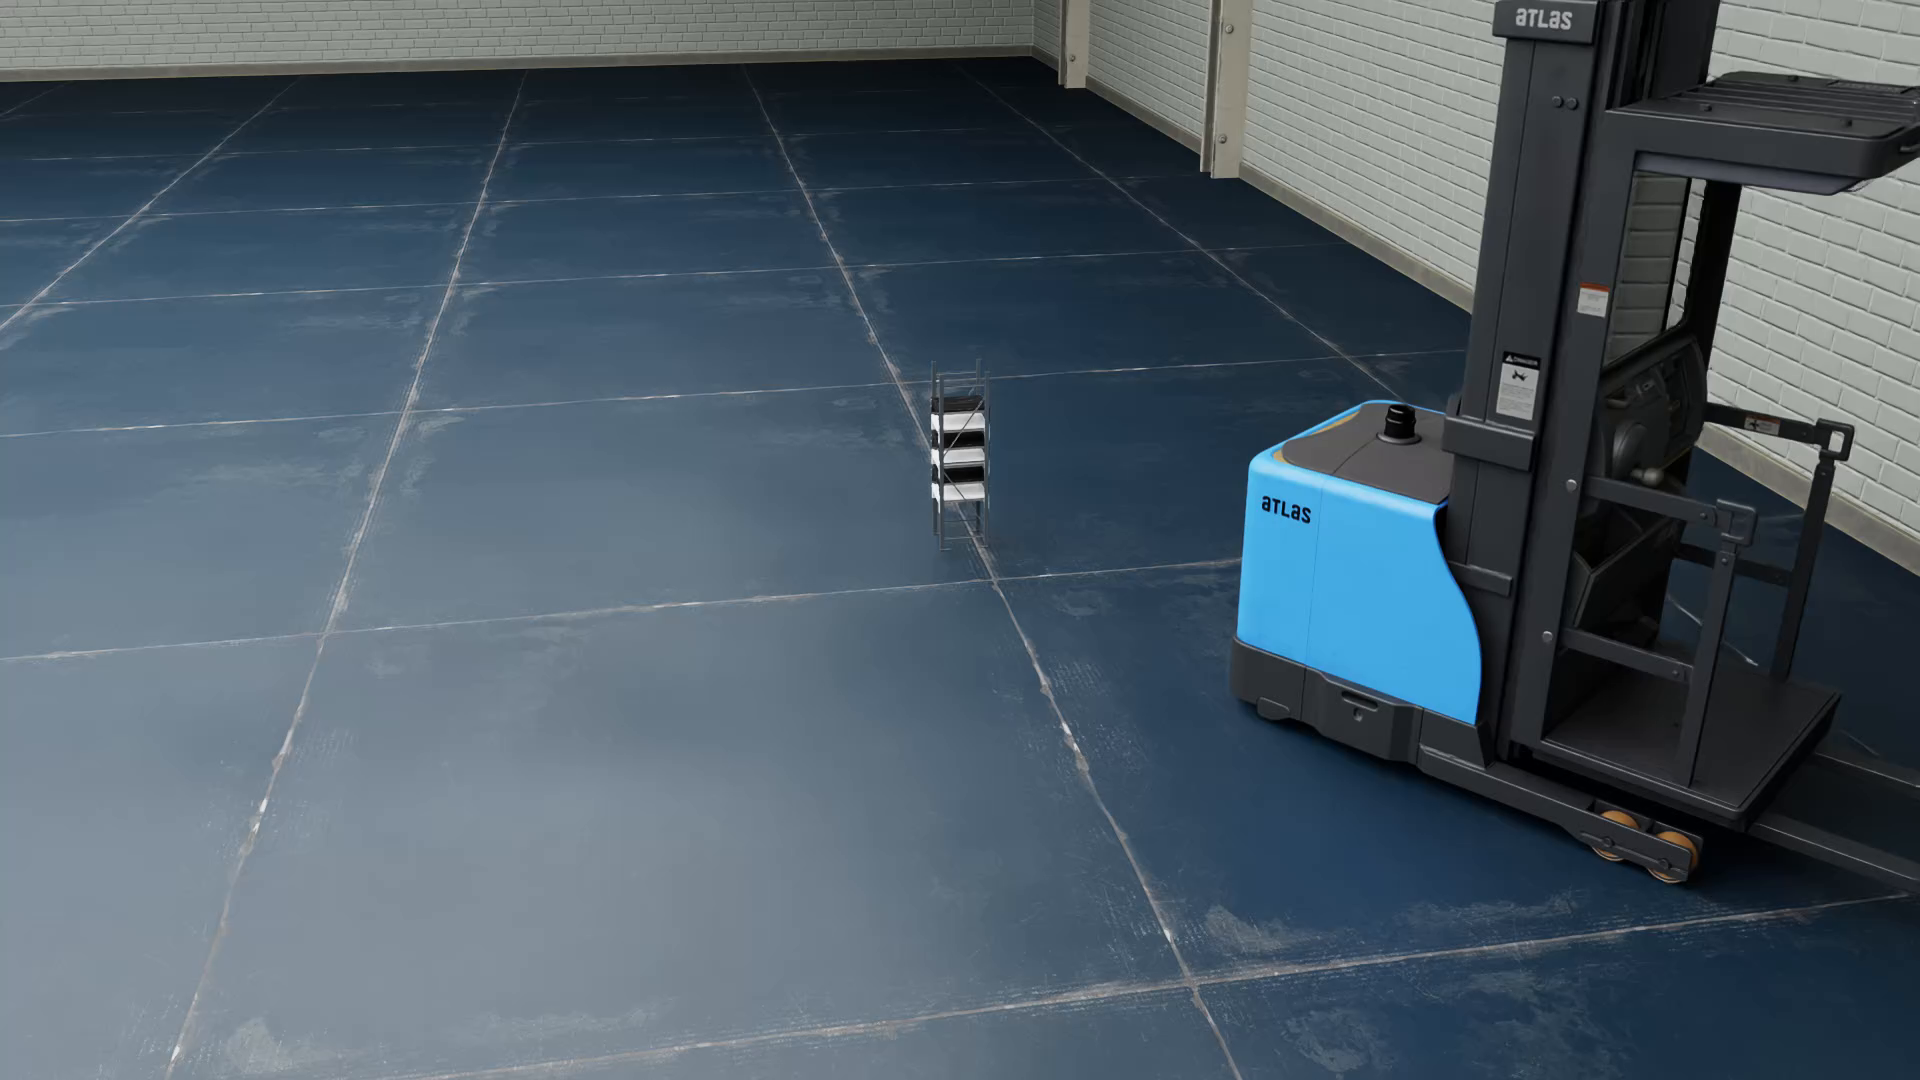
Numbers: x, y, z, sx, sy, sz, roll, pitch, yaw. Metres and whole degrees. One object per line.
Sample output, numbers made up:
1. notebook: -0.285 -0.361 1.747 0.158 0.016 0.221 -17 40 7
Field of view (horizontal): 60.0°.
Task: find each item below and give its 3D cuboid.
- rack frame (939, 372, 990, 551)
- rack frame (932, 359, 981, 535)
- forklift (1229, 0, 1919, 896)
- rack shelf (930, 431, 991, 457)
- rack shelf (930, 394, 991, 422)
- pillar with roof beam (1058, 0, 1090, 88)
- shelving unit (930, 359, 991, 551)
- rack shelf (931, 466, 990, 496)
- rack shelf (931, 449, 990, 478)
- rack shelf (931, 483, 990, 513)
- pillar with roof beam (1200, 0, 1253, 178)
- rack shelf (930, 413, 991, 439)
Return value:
1. rack frame: 0.020 -0.369 7.971 0.240 0.900 0.006 -4 24 -10
2. rack frame: -0.017 -0.449 8.154 0.240 0.900 0.006 -4 24 -10
3. forklift: 2.519 -0.426 5.564 3.031 2.935 1.130 20 30 38
4. rack shelf: 0.001 -0.461 8.040 0.258 0.077 0.200 -4 24 -10
5. rack shelf: 0.001 -0.626 7.968 0.258 0.077 0.200 -4 24 -10
6. pillar with roof beam: -2.732 -9.827 19.508 9.100 9.000 0.400 -4 24 -10
7. shelving unit: 0.001 -0.409 8.063 0.258 0.900 0.210 -4 24 -10
8. rack shelf: 0.001 -0.296 8.112 0.258 0.077 0.200 -4 24 -10
9. rack shelf: 0.001 -0.379 8.076 0.258 0.077 0.200 -4 24 -10
10. rack shelf: 0.001 -0.214 8.148 0.258 0.077 0.200 -4 24 -10
11. pillar with roof beam: -1.623 -7.467 14.105 9.100 9.000 0.400 -4 24 -10
12. rack shelf: 0.001 -0.544 8.004 0.258 0.077 0.200 -4 24 -10
